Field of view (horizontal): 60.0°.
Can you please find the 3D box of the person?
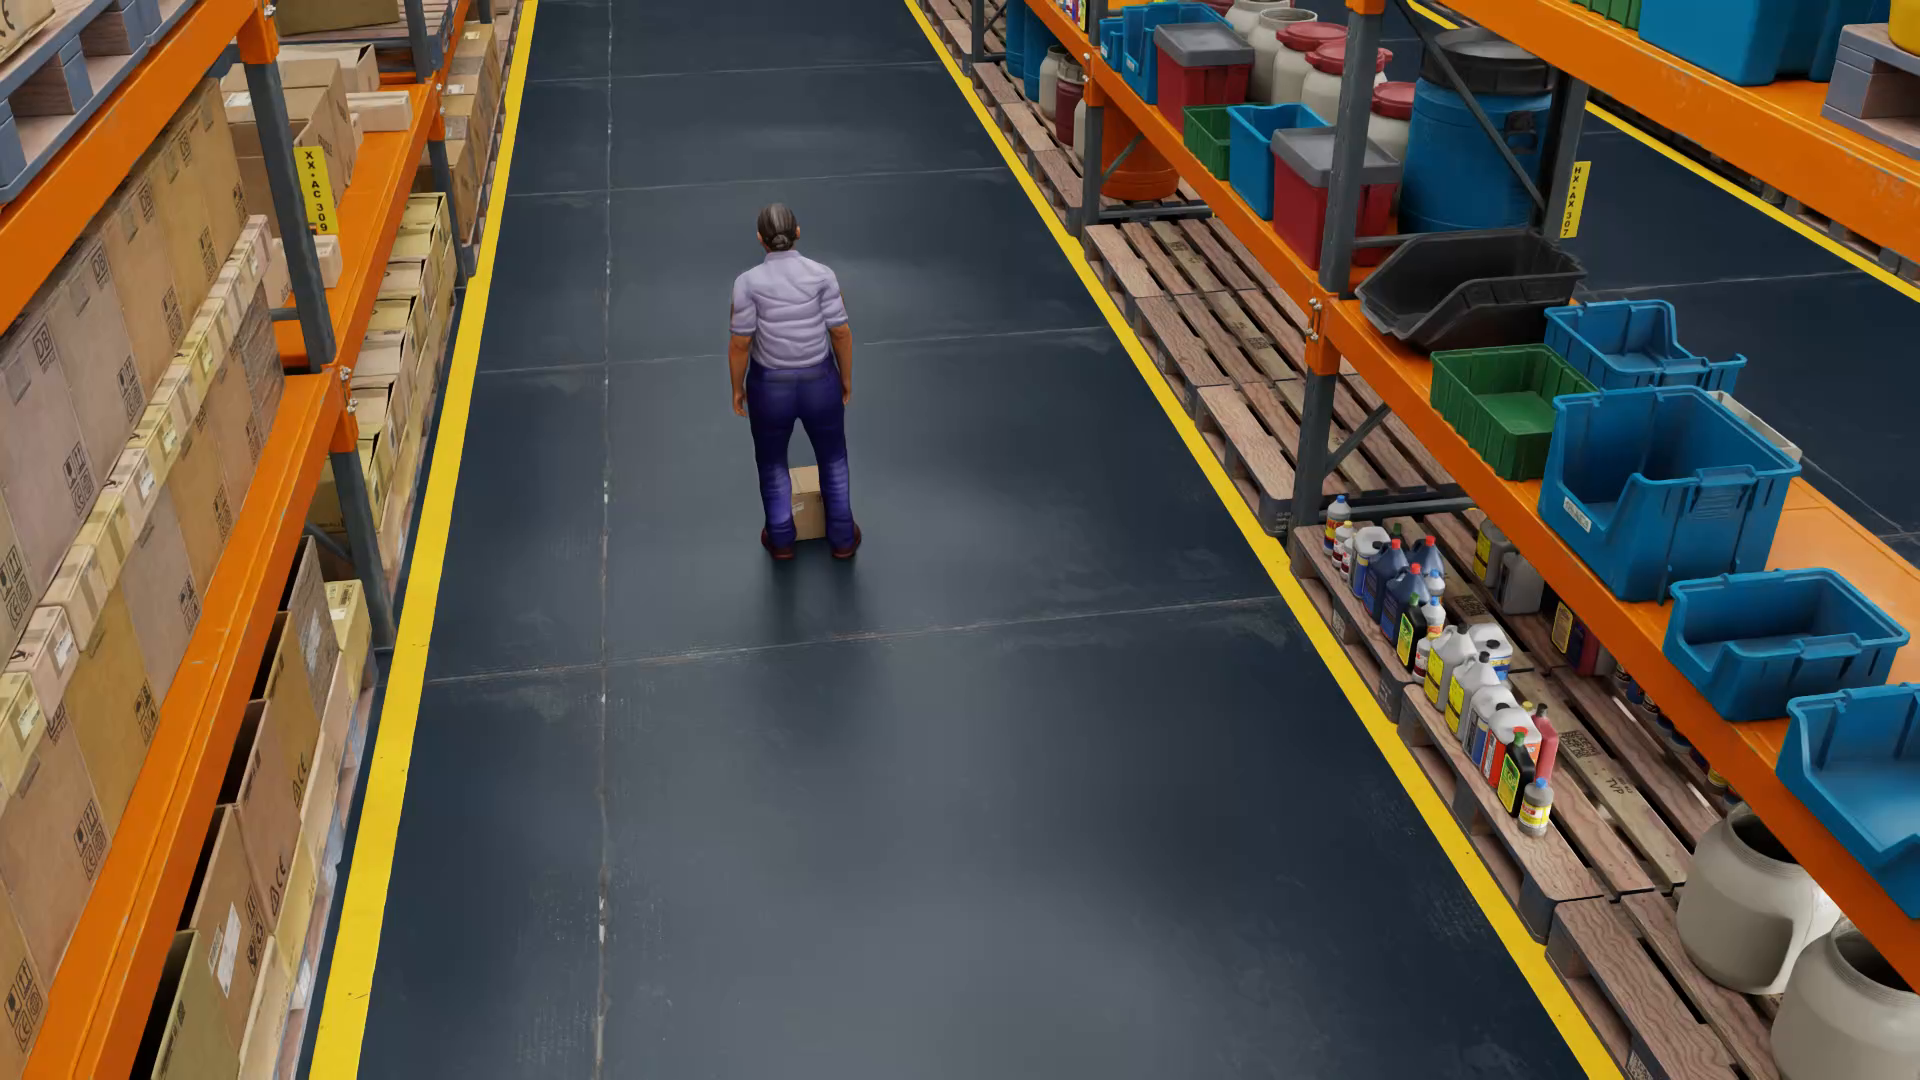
[{"bbox_3d":[-0.720,-0.662,7.248,0.557,1.652,0.416,-6,31,-10],"label":"person"}]
